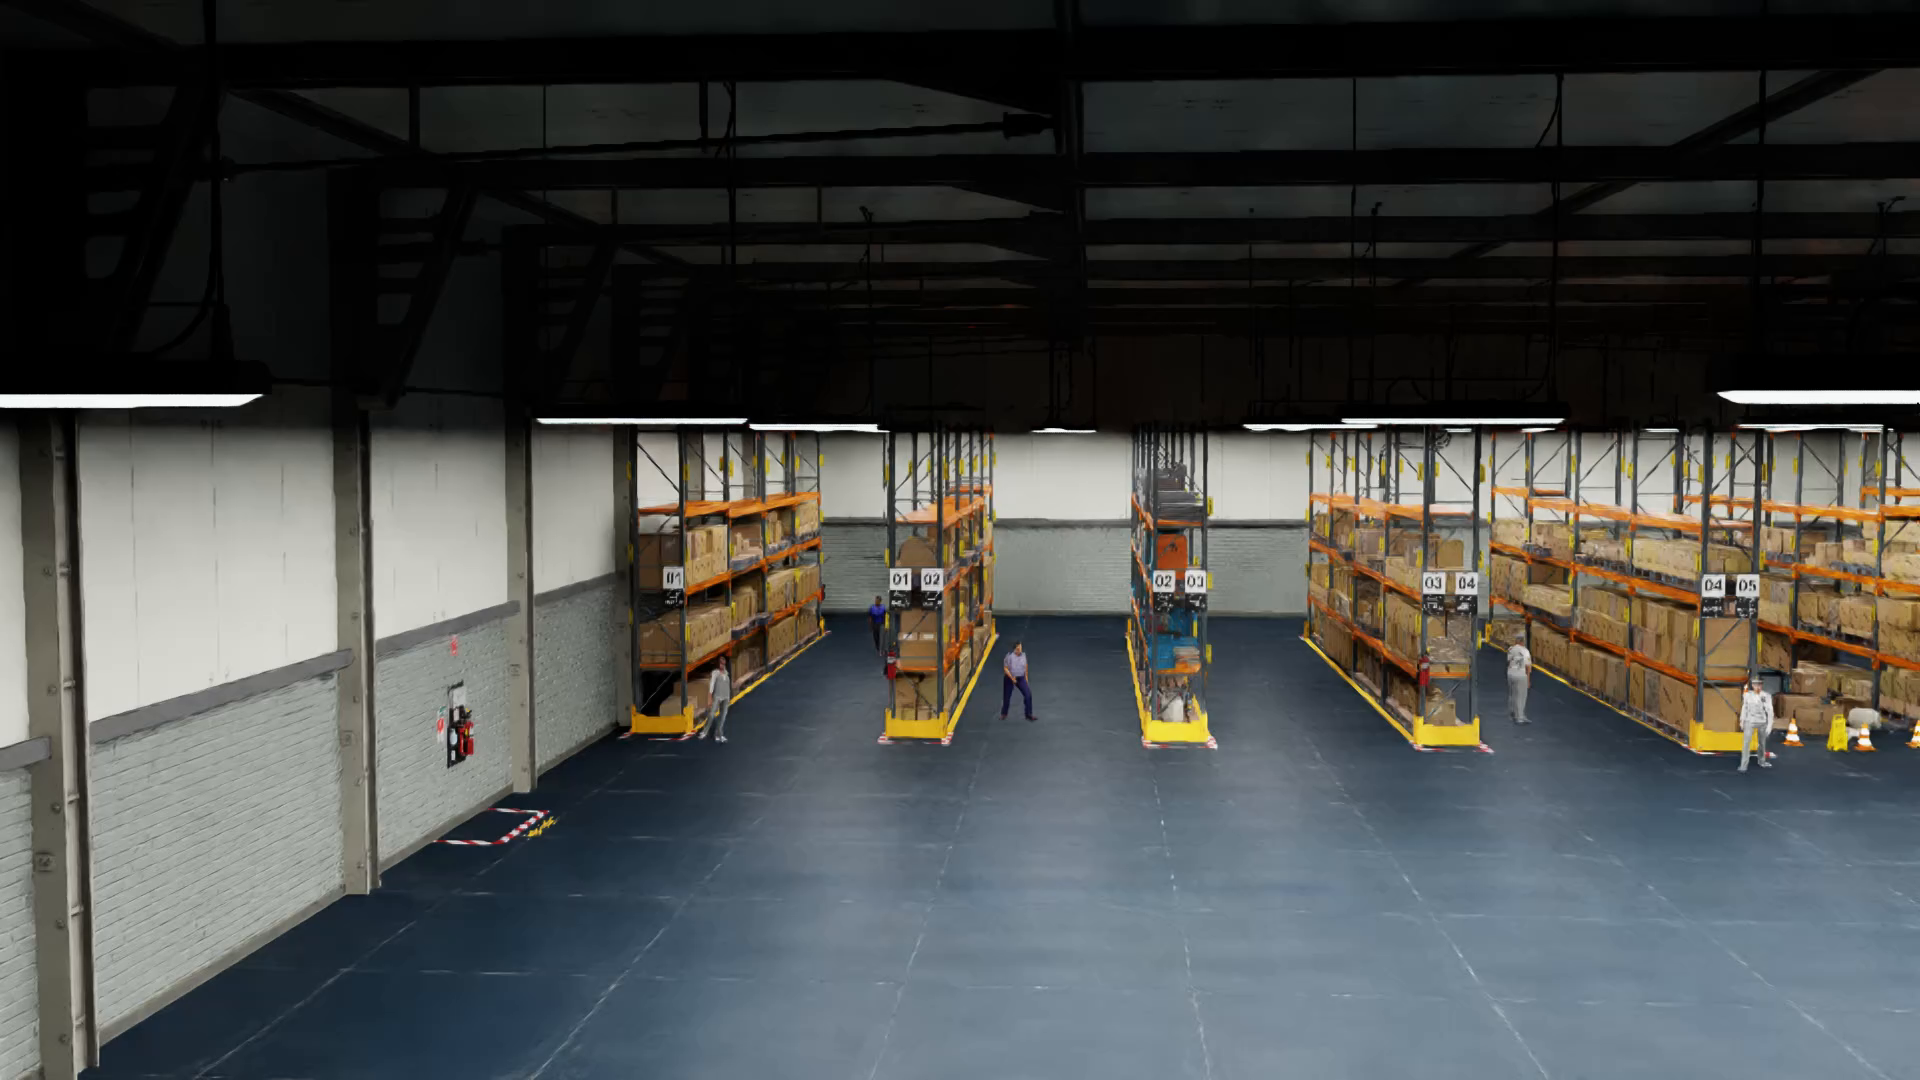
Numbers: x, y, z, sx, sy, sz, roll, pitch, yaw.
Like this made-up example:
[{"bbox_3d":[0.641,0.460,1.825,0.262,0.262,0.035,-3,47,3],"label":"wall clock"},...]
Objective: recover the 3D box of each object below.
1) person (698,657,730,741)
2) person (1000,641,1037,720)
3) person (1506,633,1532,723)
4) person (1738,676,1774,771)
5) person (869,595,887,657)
[{"bbox_3d":[-4.576,2.966,30.983,0.586,1.588,0.469,-3,5,-38],"label":"person"},{"bbox_3d":[1.142,2.811,33.388,0.646,1.588,0.757,-1,4,-17],"label":"person"},{"bbox_3d":[11.164,2.736,33.133,0.476,1.759,0.593,-2,4,-26],"label":"person"},{"bbox_3d":[13.579,3.110,28.348,0.525,1.622,0.920,2,4,29],"label":"person"},{"bbox_3d":[-2.123,2.204,42.913,0.439,1.574,1.088,0,4,7],"label":"person"}]
